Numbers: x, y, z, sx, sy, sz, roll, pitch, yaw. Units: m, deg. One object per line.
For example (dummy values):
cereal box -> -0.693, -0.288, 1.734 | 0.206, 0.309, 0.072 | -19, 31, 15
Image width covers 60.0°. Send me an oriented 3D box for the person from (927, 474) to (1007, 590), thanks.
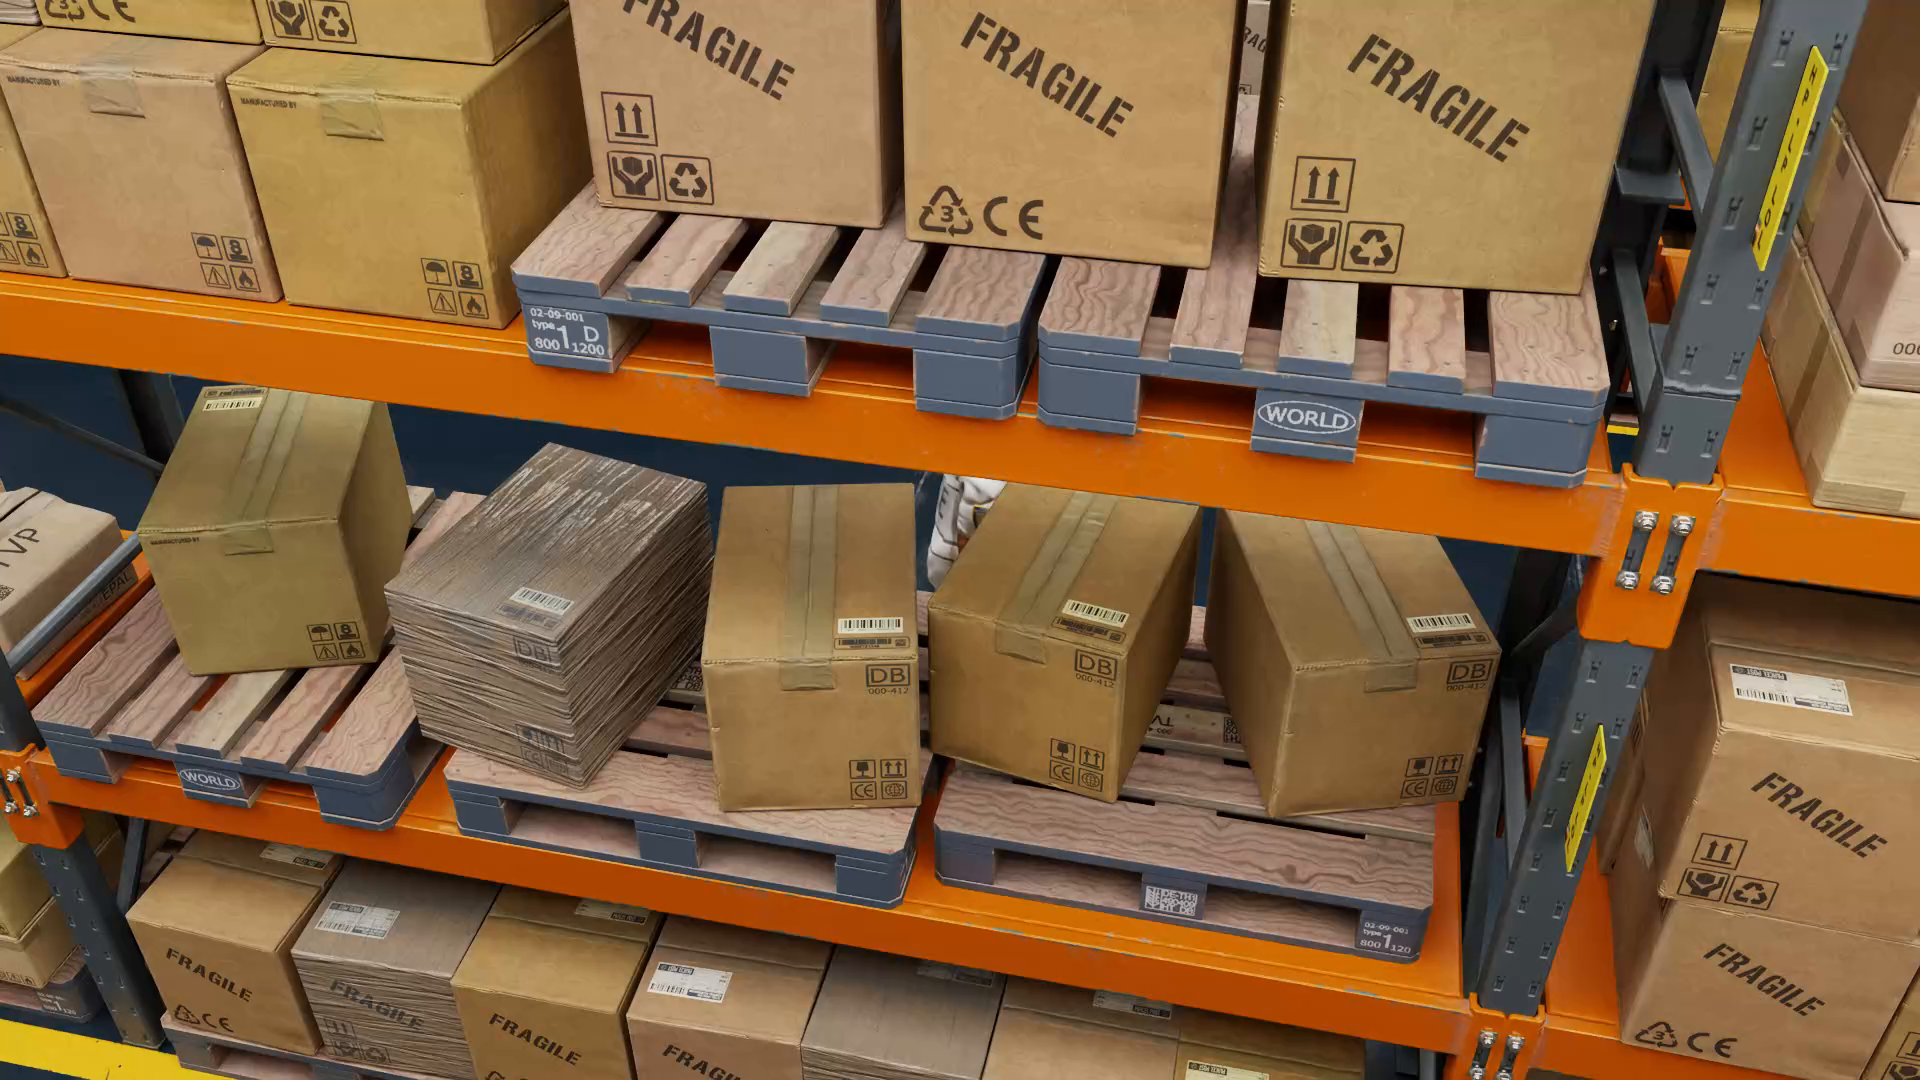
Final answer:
person -> 0.128, 0.113, 5.993 | 0.470, 1.664, 0.549 | 7, 37, 9
